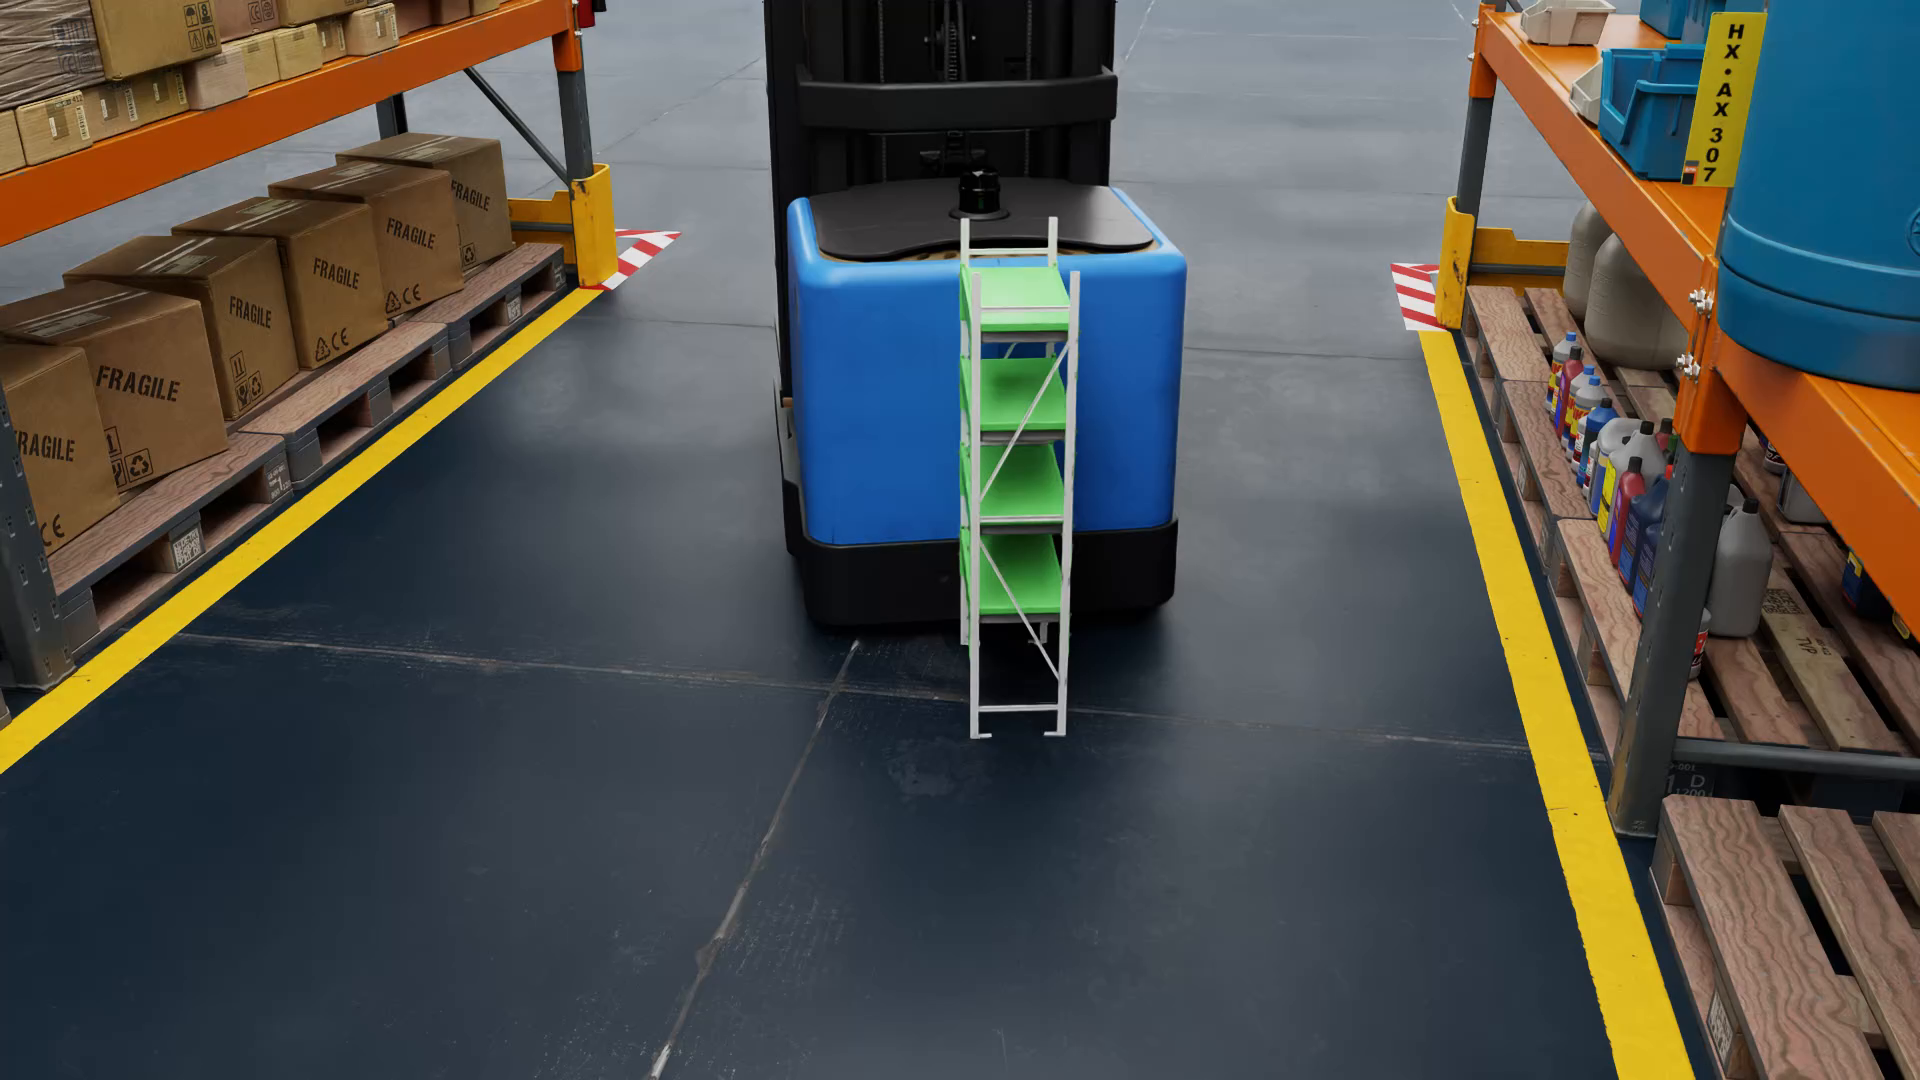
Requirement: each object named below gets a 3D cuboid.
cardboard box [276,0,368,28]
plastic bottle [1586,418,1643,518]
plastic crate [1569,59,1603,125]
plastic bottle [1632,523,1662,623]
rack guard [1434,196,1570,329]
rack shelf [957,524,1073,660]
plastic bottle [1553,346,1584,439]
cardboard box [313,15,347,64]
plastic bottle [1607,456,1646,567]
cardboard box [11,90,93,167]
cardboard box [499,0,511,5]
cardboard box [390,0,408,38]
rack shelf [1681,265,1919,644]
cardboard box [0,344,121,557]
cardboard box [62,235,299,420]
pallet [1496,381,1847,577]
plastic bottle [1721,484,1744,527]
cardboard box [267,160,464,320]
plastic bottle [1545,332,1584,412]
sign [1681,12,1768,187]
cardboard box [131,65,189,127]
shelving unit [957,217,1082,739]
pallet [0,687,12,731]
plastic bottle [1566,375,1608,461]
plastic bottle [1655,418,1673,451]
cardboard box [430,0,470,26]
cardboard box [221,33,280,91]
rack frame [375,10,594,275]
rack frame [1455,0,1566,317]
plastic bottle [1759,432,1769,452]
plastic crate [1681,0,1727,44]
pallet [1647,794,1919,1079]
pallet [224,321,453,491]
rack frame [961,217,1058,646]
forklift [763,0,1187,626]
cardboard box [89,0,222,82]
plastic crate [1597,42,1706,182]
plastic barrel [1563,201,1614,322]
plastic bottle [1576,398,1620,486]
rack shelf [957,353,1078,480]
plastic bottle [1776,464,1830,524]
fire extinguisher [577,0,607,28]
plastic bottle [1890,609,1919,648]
[{"bbox_3d":[-2.531,-2.006,5.528,0.875,0.500,0.500,4,25,9],"label":"cardboard box"},{"bbox_3d":[1.935,-0.208,4.849,0.152,0.276,0.135,4,25,9],"label":"plastic bottle"},{"bbox_3d":[2.015,-1.247,4.686,0.530,0.136,0.437,4,25,9],"label":"plastic crate"},{"bbox_3d":[1.820,0.042,4.229,0.144,0.351,0.185,3,25,7],"label":"plastic bottle"},{"bbox_3d":[2.687,-1.175,7.171,1.175,0.500,0.348,4,25,9],"label":"rack guard"},{"bbox_3d":[0.134,0.124,4.287,0.258,0.148,0.480,-1,25,-3],"label":"rack shelf"},{"bbox_3d":[1.994,-0.481,5.425,0.061,0.283,0.133,4,25,9],"label":"plastic bottle"},{"bbox_3d":[-2.327,-1.704,5.649,0.380,0.149,0.250,4,25,9],"label":"cardboard box"},{"bbox_3d":[1.837,-0.079,4.566,0.061,0.283,0.133,6,26,12],"label":"plastic bottle"},{"bbox_3d":[-2.502,-1.072,4.298,0.380,0.149,0.250,4,25,9],"label":"cardboard box"},{"bbox_3d":[-2.118,-2.334,6.994,0.380,0.149,0.250,4,25,9],"label":"cardboard box"},{"bbox_3d":[-2.265,-1.914,6.098,0.380,0.149,0.250,4,25,9],"label":"cardboard box"},{"bbox_3d":[1.672,0.493,1.508,1.077,0.370,4.000,4,25,9],"label":"rack shelf"},{"bbox_3d":[-2.782,-0.235,4.668,0.500,0.500,0.500,3,25,7],"label":"cardboard box"},{"bbox_3d":[-2.672,-0.741,5.747,0.500,0.500,0.500,2,25,4],"label":"cardboard box"},{"bbox_3d":[2.347,-0.196,5.421,1.003,0.211,1.213,4,25,9],"label":"pallet"},{"bbox_3d":[2.002,-0.005,4.416,0.152,0.276,0.135,4,25,9],"label":"plastic bottle"},{"bbox_3d":[-2.416,-1.231,6.796,0.500,0.500,0.500,11,27,22],"label":"cardboard box"},{"bbox_3d":[2.049,-0.569,5.628,0.097,0.271,0.097,0,25,0],"label":"plastic bottle"},{"bbox_3d":[1.458,-0.838,3.175,0.100,0.325,0.005,4,25,9],"label":"sign"},{"bbox_3d":[-2.457,-1.283,4.750,0.380,0.149,0.250,4,25,9],"label":"cardboard box"},{"bbox_3d":[0.134,-0.151,4.158,0.258,1.200,0.503,-1,25,-3],"label":"shelving unit"},{"bbox_3d":[-3.013,0.576,3.771,1.003,0.211,1.213,4,25,9],"label":"pallet"},{"bbox_3d":[1.977,-0.384,5.232,0.097,0.271,0.097,0,25,0],"label":"plastic bottle"},{"bbox_3d":[2.040,-0.204,4.832,0.061,0.283,0.133,4,25,9],"label":"plastic bottle"},{"bbox_3d":[-2.164,-2.122,6.542,0.380,0.149,0.250,4,25,9],"label":"cardboard box"},{"bbox_3d":[-2.375,-1.493,5.197,0.380,0.149,0.250,4,25,9],"label":"cardboard box"},{"bbox_3d":[-2.234,-2.686,7.449,1.000,3.000,0.127,4,25,9],"label":"rack frame"},{"bbox_3d":[2.653,-2.343,6.716,1.000,3.000,0.127,4,25,9],"label":"rack frame"},{"bbox_3d":[2.612,-0.417,5.287,0.061,0.283,0.133,4,25,9],"label":"plastic bottle"},{"bbox_3d":[2.754,-1.774,5.677,0.499,0.251,0.408,4,25,9],"label":"plastic crate"},{"bbox_3d":[1.909,0.924,3.026,1.003,0.211,1.213,4,25,9],"label":"pallet"},{"bbox_3d":[-2.615,-0.545,6.165,1.003,0.211,1.213,4,25,9],"label":"pallet"},{"bbox_3d":[0.122,-0.255,4.379,0.240,1.200,0.015,-1,25,-3],"label":"rack frame"},{"bbox_3d":[-0.096,-1.685,5.393,1.130,2.935,3.031,-3,25,-7],"label":"forklift"},{"bbox_3d":[-2.636,-1.583,4.626,0.875,0.500,0.500,4,25,9],"label":"cardboard box"},{"bbox_3d":[1.912,-1.084,4.203,0.499,0.251,0.616,4,25,9],"label":"plastic crate"},{"bbox_3d":[2.621,-1.125,6.555,0.421,0.512,0.421,0,25,0],"label":"plastic barrel"},{"bbox_3d":[1.944,-0.299,5.051,0.097,0.271,0.097,0,25,0],"label":"plastic bottle"},{"bbox_3d":[0.134,-0.311,4.083,0.258,0.148,0.480,-1,25,-3],"label":"rack shelf"},{"bbox_3d":[2.490,-0.201,4.834,0.152,0.276,0.135,4,25,9],"label":"plastic bottle"},{"bbox_3d":[-1.760,-2.667,7.500,0.296,0.674,0.183,4,25,9],"label":"fire extinguisher"},{"bbox_3d":[2.404,0.114,4.153,0.061,0.283,0.133,4,25,9],"label":"plastic bottle"}]
